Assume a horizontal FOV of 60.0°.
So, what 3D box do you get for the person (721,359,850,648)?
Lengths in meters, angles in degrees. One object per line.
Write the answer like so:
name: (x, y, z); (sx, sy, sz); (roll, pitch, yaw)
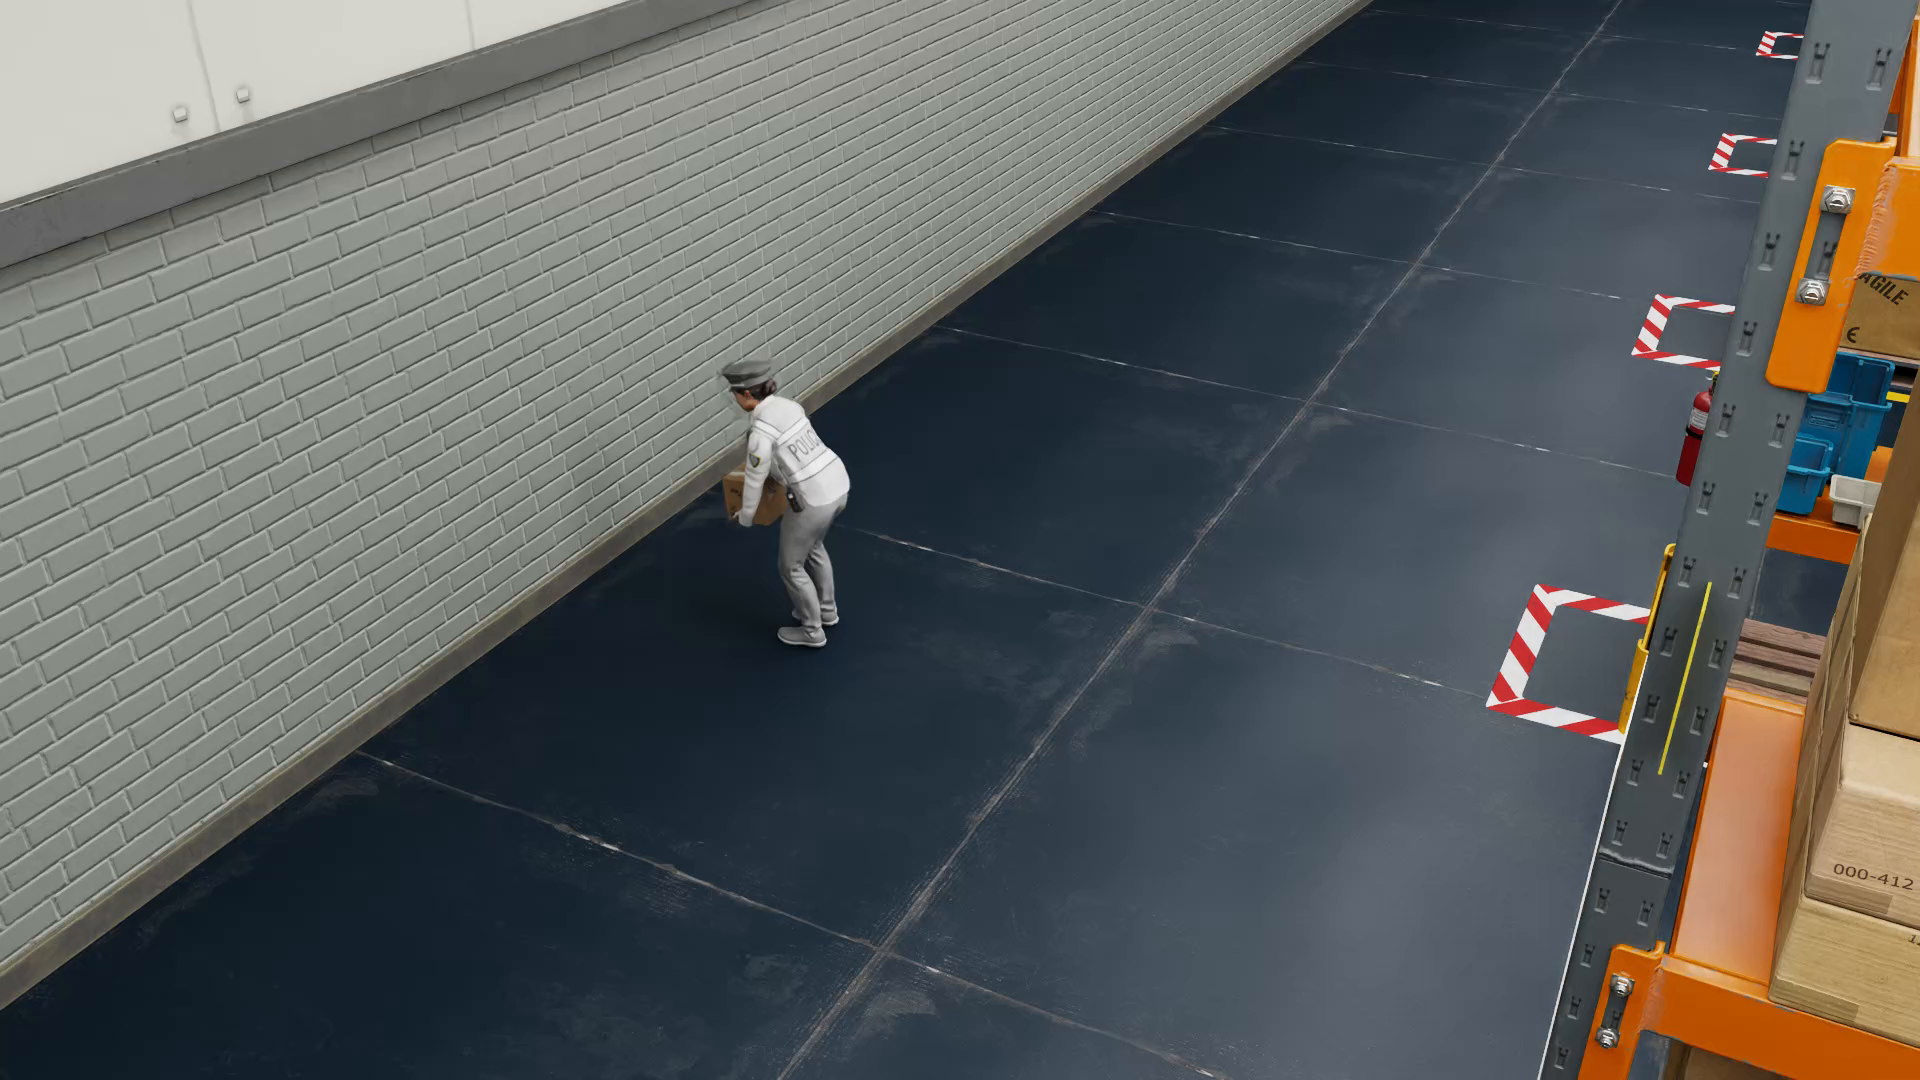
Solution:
person: (-0.901, -0.189, 8.729); (0.648, 1.552, 0.411); (14, 33, 22)
